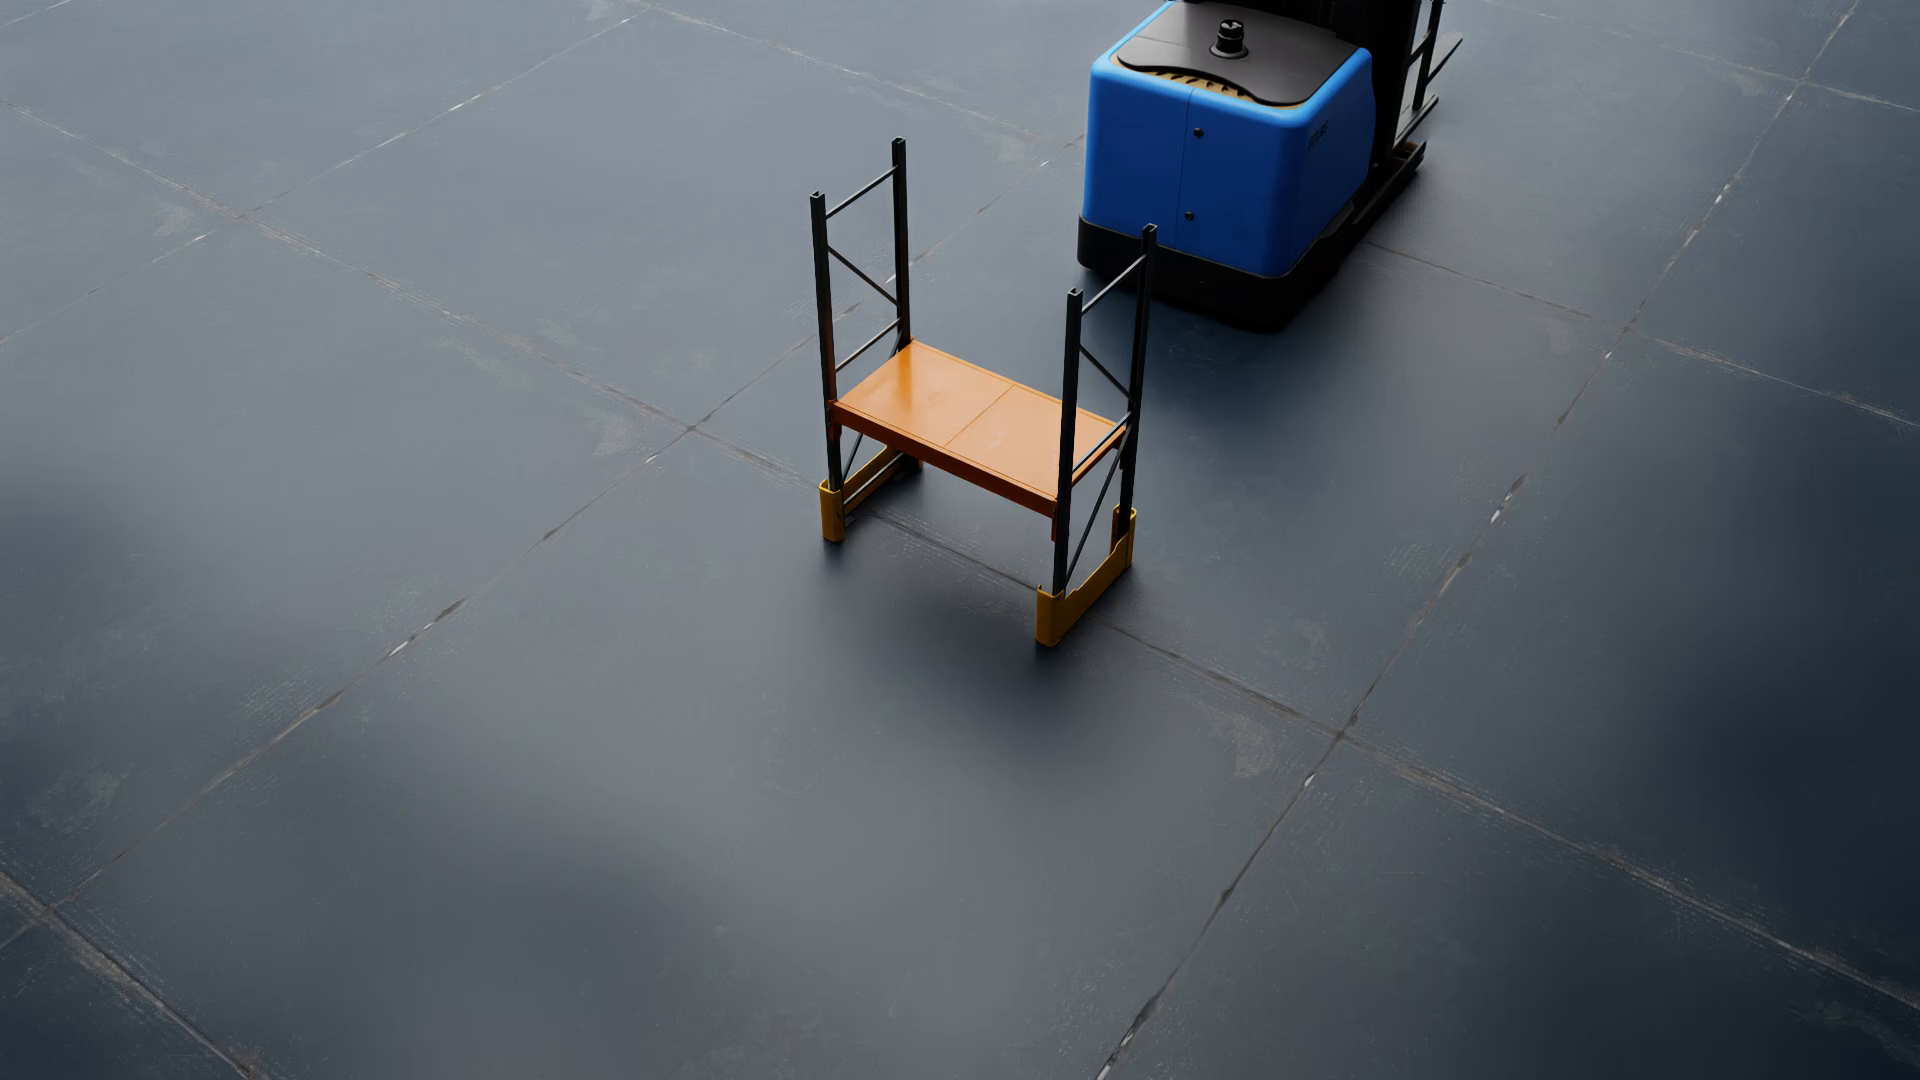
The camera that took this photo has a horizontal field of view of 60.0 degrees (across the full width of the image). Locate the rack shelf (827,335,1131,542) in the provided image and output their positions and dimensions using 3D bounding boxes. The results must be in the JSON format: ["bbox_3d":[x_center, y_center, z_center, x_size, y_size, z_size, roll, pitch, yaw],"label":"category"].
[{"bbox_3d":[0.070,-0.392,6.096,1.000,0.185,0.538,25,48,25],"label":"rack shelf"}]

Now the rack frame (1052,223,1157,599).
[{"bbox_3d":[0.486,-0.332,5.759,0.032,1.500,0.500,25,48,25],"label":"rack frame"}]

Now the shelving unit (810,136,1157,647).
[{"bbox_3d":[0.062,-0.530,5.980,1.083,1.500,0.587,25,48,25],"label":"shelving unit"}]

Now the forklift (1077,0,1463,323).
[{"bbox_3d":[1.754,-3.032,7.703,1.130,2.935,3.031,22,46,23],"label":"forklift"}]

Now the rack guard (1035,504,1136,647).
[{"bbox_3d":[0.470,0.127,6.184,0.087,0.250,0.587,25,48,25],"label":"rack guard"}]

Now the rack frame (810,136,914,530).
[{"bbox_3d":[-0.346,-0.721,6.194,0.032,1.500,0.500,25,48,25],"label":"rack frame"}]

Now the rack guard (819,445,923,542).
[{"bbox_3d":[-0.345,-0.255,6.610,0.087,0.250,0.587,25,48,25],"label":"rack guard"}]
